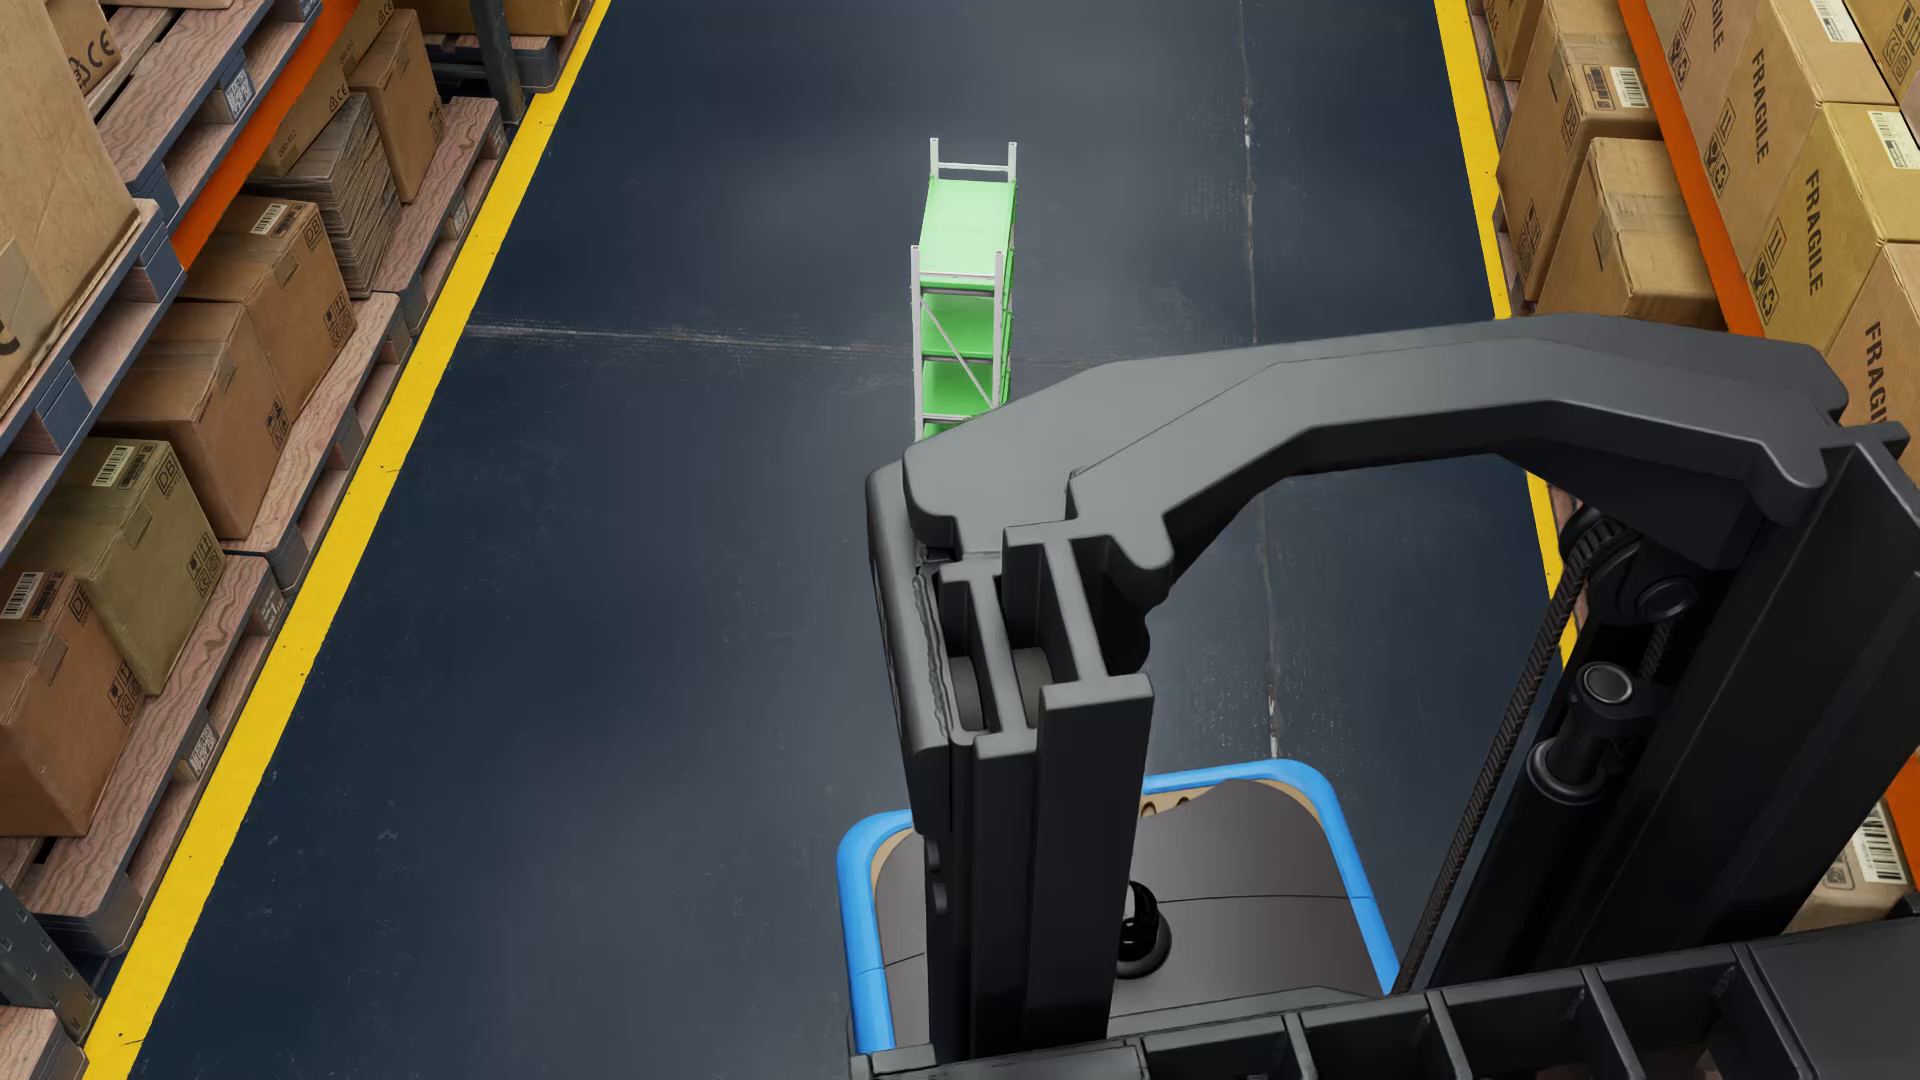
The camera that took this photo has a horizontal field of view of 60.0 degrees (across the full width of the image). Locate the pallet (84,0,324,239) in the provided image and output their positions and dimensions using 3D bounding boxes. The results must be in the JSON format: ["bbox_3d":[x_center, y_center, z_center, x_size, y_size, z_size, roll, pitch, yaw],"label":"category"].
[{"bbox_3d":[-2.434,-1.256,4.496,1.003,0.211,1.213,4,48,4],"label":"pallet"}]

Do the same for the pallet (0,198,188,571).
[{"bbox_3d":[-2.445,-0.326,3.645,1.003,0.211,1.213,4,48,4],"label":"pallet"}]

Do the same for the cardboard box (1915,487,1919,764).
[{"bbox_3d":[2.052,0.134,3.027,0.500,0.500,0.500,4,48,3],"label":"cardboard box"}]

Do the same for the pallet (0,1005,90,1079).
[{"bbox_3d":[-2.685,1.598,3.645,1.003,0.211,1.213,4,48,4],"label":"pallet"}]

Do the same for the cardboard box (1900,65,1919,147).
[{"bbox_3d":[2.401,-0.917,3.311,0.700,0.500,0.500,4,48,4],"label":"cardboard box"}]

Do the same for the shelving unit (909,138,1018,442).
[{"bbox_3d":[0.015,-0.527,4.919,0.258,1.200,0.503,4,48,4],"label":"shelving unit"}]

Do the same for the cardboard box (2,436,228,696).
[{"bbox_3d":[-2.520,0.057,4.561,0.700,0.500,0.500,4,48,3],"label":"cardboard box"}]

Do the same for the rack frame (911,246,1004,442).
[{"bbox_3d":[-0.007,-0.347,4.755,0.240,1.200,0.015,4,48,4],"label":"rack frame"}]

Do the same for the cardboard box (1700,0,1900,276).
[{"bbox_3d":[2.188,-0.982,4.048,0.500,0.500,0.500,3,48,3],"label":"cardboard box"}]

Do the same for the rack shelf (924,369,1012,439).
[{"bbox_3d":[0.015,-0.321,5.143,0.258,0.148,0.480,4,48,4],"label":"rack shelf"}]

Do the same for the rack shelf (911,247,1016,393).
[{"bbox_3d":[0.015,-0.645,4.789,0.258,0.148,0.480,4,48,4],"label":"rack shelf"}]

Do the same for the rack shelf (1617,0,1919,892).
[{"bbox_3d":[2.453,-0.658,4.307,1.077,0.370,4.000,4,48,4],"label":"rack shelf"}]

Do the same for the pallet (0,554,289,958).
[{"bbox_3d":[-2.590,0.530,4.622,1.003,0.211,1.213,4,48,4],"label":"pallet"}]

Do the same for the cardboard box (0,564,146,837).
[{"bbox_3d":[-2.582,0.406,4.241,0.700,0.500,0.500,1,48,1],"label":"cardboard box"}]

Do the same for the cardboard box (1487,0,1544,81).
[{"bbox_3d":[2.435,-2.170,6.611,0.500,0.500,0.500,4,48,3],"label":"cardboard box"}]

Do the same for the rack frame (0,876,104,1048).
[{"bbox_3d":[-2.659,0.161,3.070,1.000,3.000,0.127,4,48,4],"label":"rack frame"}]

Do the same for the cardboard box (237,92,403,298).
[{"bbox_3d":[-2.374,-1.181,5.693,0.700,0.500,0.500,0,48,0],"label":"cardboard box"}]

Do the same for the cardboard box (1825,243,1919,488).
[{"bbox_3d":[2.098,-0.238,3.367,0.500,0.500,0.500,3,48,3],"label":"cardboard box"}]

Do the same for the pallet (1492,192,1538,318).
[{"bbox_3d":[2.488,-0.855,5.889,1.003,0.211,1.213,4,48,4],"label":"pallet"}]

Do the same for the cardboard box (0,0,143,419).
[{"bbox_3d":[-2.448,-0.758,3.219,1.000,1.000,1.000,4,48,4],"label":"cardboard box"}]

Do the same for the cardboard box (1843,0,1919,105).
[{"bbox_3d":[2.449,-1.288,3.650,0.700,0.500,0.500,3,48,3],"label":"cardboard box"}]

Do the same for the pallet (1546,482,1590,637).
[{"bbox_3d":[2.375,0.039,5.071,1.003,0.211,1.213,4,48,4],"label":"pallet"}]

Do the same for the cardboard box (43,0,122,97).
[{"bbox_3d":[-2.593,-1.296,4.048,0.797,0.503,0.637,8,48,8],"label":"cardboard box"}]

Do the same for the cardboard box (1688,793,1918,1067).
[{"bbox_3d":[2.238,0.724,3.795,1.050,0.750,0.750,4,48,3],"label":"cardboard box"}]

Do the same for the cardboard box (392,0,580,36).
[{"bbox_3d":[-2.211,-2.709,6.850,1.225,0.875,0.875,2,48,2],"label":"cardboard box"}]

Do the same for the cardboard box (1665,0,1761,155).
[{"bbox_3d":[2.236,-1.348,4.382,0.500,0.500,0.500,4,48,3],"label":"cardboard box"}]

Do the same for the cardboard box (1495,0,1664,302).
[{"bbox_3d":[2.490,-1.312,5.657,1.050,0.750,0.750,3,48,3],"label":"cardboard box"}]

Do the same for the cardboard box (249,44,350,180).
[{"bbox_3d":[-2.364,-1.451,5.432,0.500,0.250,0.500,9,48,8],"label":"cardboard box"}]

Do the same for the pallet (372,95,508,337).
[{"bbox_3d":[-2.368,-1.263,6.262,1.003,0.211,1.213,4,48,4],"label":"pallet"}]

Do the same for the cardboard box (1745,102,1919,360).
[{"bbox_3d":[2.144,-0.609,3.706,0.500,0.500,0.500,4,48,4],"label":"cardboard box"}]

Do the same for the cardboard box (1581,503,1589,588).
[{"bbox_3d":[2.329,0.016,4.443,1.050,0.750,0.750,4,48,4],"label":"cardboard box"}]

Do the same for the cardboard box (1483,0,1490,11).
[{"bbox_3d":[2.486,-2.551,6.960,0.500,0.500,0.500,6,48,5],"label":"cardboard box"}]

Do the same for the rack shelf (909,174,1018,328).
[{"bbox_3d":[0.015,-0.807,4.611,0.258,0.148,0.480,4,48,4],"label":"rack shelf"}]

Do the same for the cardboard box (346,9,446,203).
[{"bbox_3d":[-2.336,-1.589,6.067,0.700,0.500,0.500,2,48,1],"label":"cardboard box"}]

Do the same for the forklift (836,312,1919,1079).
[{"bbox_3d":[0.484,1.305,2.070,1.130,2.935,3.031,-7,48,-6],"label":"forklift"}]

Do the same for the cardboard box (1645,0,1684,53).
[{"bbox_3d":[2.282,-1.719,4.721,0.500,0.500,0.500,3,48,3],"label":"cardboard box"}]

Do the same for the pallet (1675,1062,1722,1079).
[{"bbox_3d":[2.266,0.938,4.249,1.003,0.211,1.213,4,48,4],"label":"pallet"}]

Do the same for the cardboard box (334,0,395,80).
[{"bbox_3d":[-2.326,-1.842,5.790,0.500,0.250,0.500,6,48,5],"label":"cardboard box"}]

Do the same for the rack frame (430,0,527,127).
[{"bbox_3d":[-2.295,-2.778,5.758,1.000,3.000,0.127,4,48,4],"label":"rack frame"}]

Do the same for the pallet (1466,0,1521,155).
[{"bbox_3d":[2.708,-2.004,6.939,1.003,0.211,1.213,4,48,4],"label":"pallet"}]

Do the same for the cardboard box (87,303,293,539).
[{"bbox_3d":[-2.469,-0.354,4.937,0.700,0.500,0.500,0,48,0],"label":"cardboard box"}]

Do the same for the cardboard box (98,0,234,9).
[{"bbox_3d":[-2.178,-1.631,4.516,0.396,0.266,0.258,3,48,2],"label":"cardboard box"}]

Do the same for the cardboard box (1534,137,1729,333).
[{"bbox_3d":[2.414,-0.669,5.069,1.050,0.750,0.750,5,48,4],"label":"cardboard box"}]

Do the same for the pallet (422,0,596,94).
[{"bbox_3d":[-2.148,-2.411,7.313,1.003,0.211,1.213,4,48,4],"label":"pallet"}]

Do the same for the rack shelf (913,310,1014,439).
[{"bbox_3d":[0.015,-0.483,4.966,0.258,0.148,0.480,4,48,4],"label":"rack shelf"}]

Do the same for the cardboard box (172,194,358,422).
[{"bbox_3d":[-2.419,-0.764,5.312,0.700,0.500,0.500,7,48,7],"label":"cardboard box"}]

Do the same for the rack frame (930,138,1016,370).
[{"bbox_3d":[0.037,-0.706,5.083,0.240,1.200,0.015,4,48,4],"label":"rack frame"}]

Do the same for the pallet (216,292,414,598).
[{"bbox_3d":[-2.481,-0.369,5.444,1.003,0.211,1.213,4,48,4],"label":"pallet"}]
